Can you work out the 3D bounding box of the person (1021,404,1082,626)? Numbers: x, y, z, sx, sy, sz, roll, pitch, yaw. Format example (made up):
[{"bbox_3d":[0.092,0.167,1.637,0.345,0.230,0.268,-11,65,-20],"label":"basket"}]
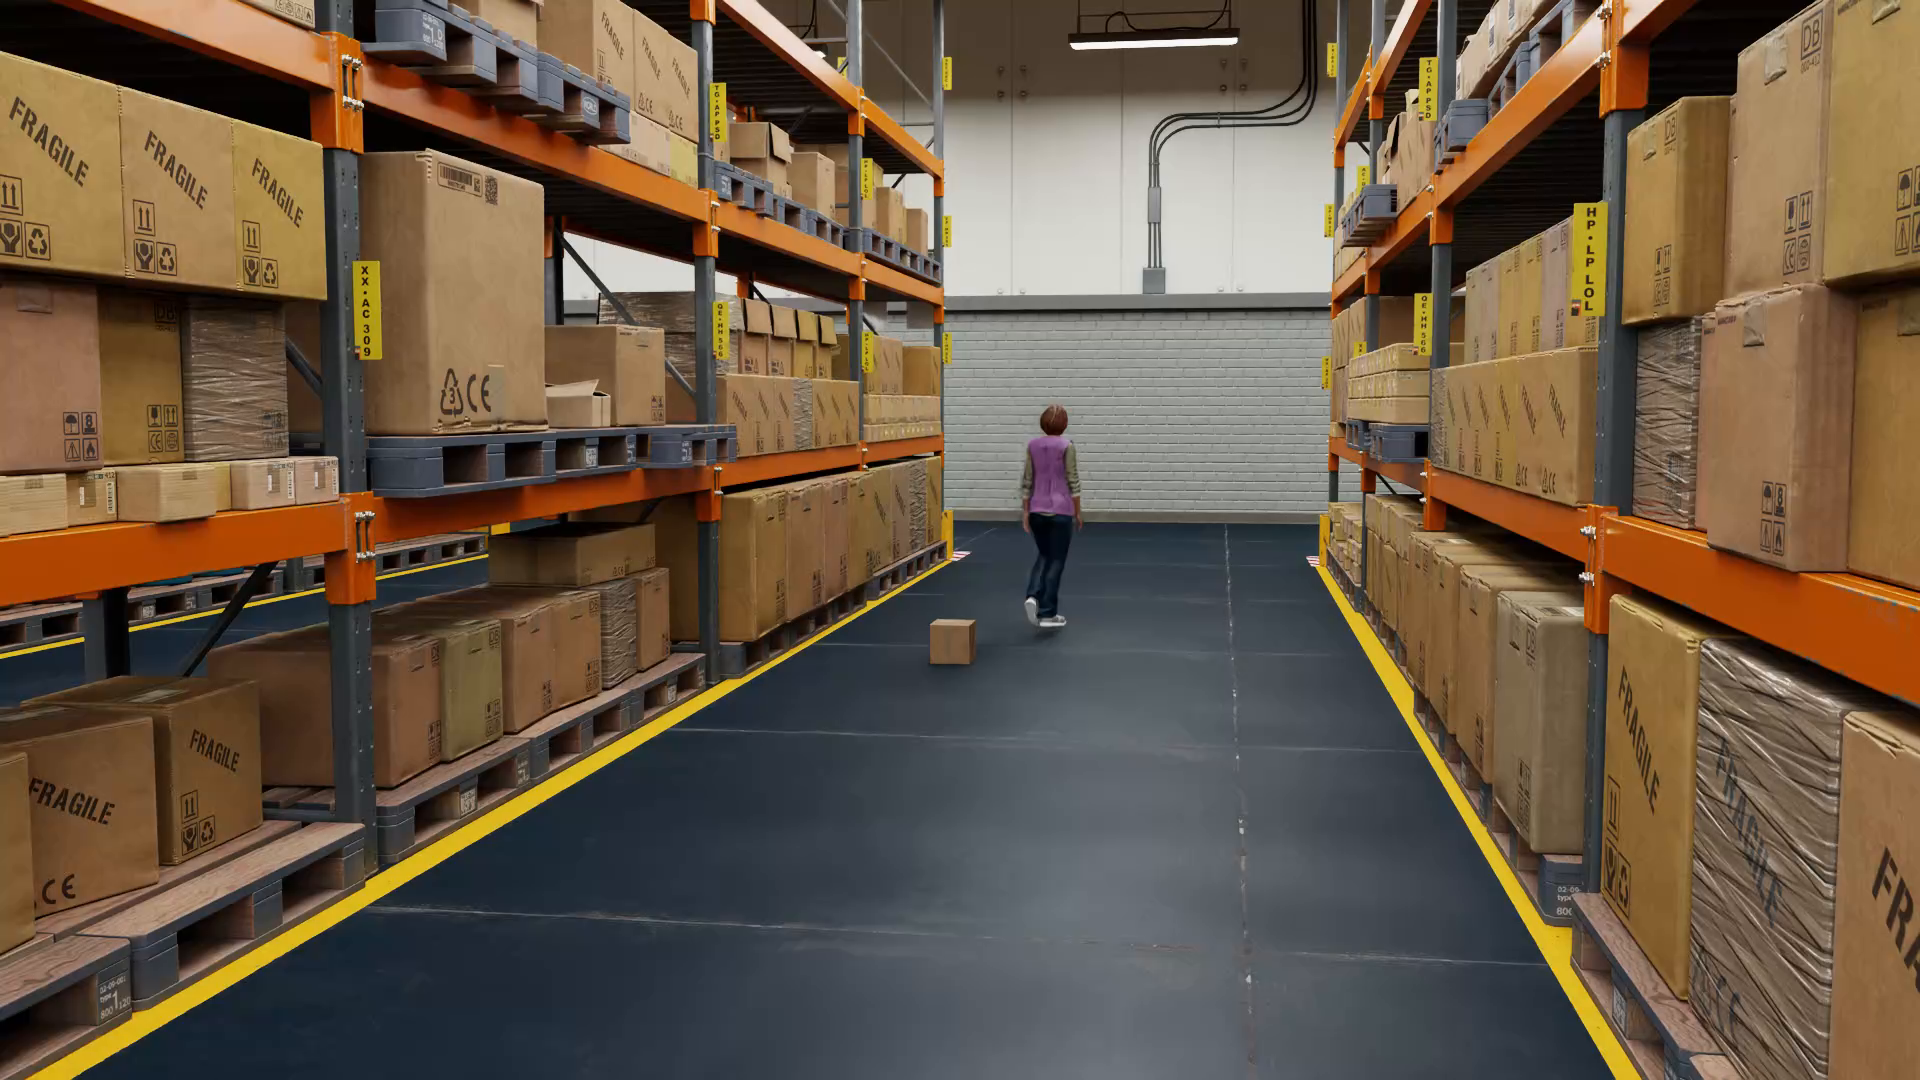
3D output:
[{"bbox_3d":[0.663,-0.170,11.907,0.422,1.598,0.399,3,6,33],"label":"person"}]
